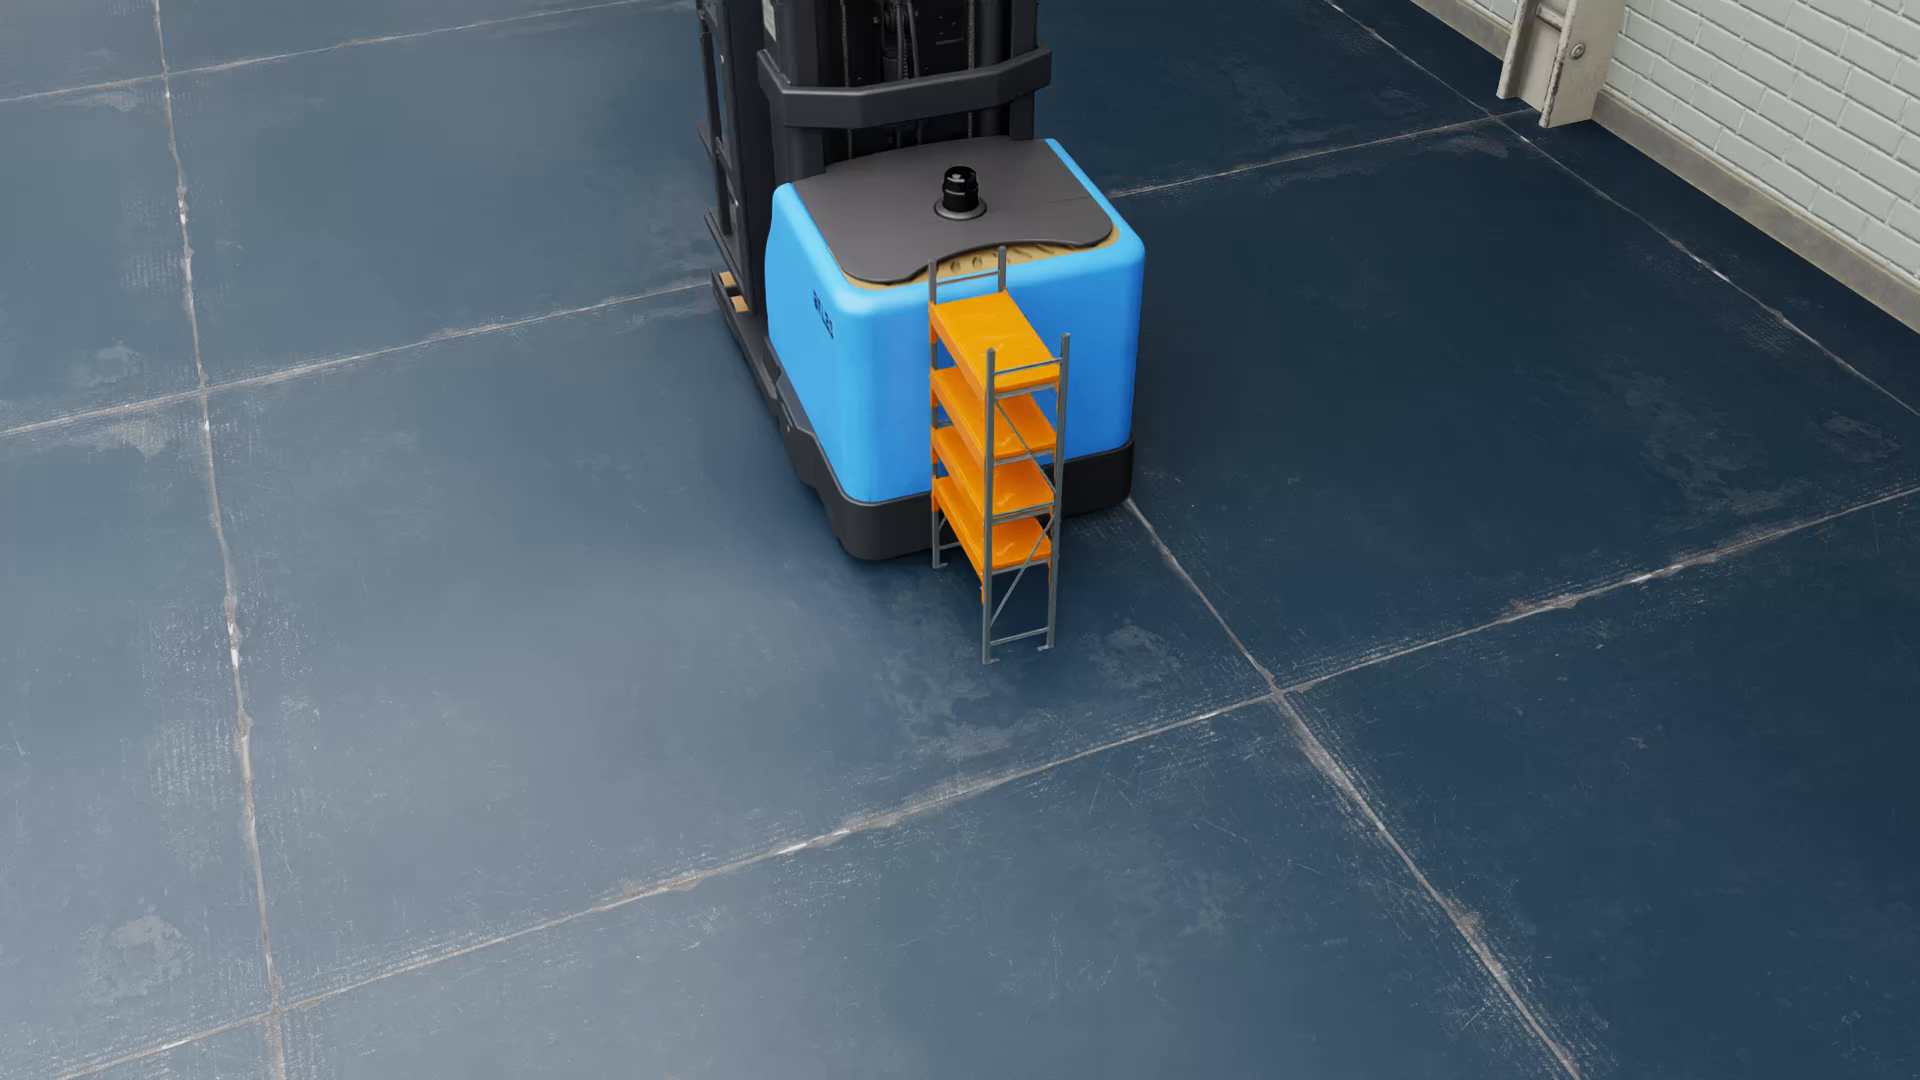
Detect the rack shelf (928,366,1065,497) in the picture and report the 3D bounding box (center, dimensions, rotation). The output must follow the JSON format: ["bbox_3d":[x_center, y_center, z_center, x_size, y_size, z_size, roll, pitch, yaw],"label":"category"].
[{"bbox_3d":[0.104,-0.354,5.002,0.258,0.148,0.480,-13,42,-15],"label":"rack shelf"}]

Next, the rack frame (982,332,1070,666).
[{"bbox_3d":[0.187,-0.086,4.930,0.240,1.200,0.015,-13,42,-15],"label":"rack frame"}]

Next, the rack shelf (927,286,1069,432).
[{"bbox_3d":[0.104,-0.534,4.848,0.258,0.148,0.480,-13,42,-15],"label":"rack shelf"}]

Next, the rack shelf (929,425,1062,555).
[{"bbox_3d":[0.104,-0.185,5.148,0.258,0.148,0.480,-13,42,-15],"label":"rack shelf"}]

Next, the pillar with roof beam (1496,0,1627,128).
[{"bbox_3d":[-1.070,-4.494,4.075,9.100,9.000,0.400,-15,43,-17],"label":"pillar with roof beam"}]

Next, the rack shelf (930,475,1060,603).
[{"bbox_3d":[0.104,-0.034,5.277,0.258,0.148,0.480,-13,42,-15],"label":"rack shelf"}]

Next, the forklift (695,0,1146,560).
[{"bbox_3d":[-0.376,-2.013,5.843,1.130,2.935,3.031,-13,42,-15],"label":"forklift"}]

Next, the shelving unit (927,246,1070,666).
[{"bbox_3d":[0.104,-0.236,5.104,0.258,1.200,0.503,-13,42,-15],"label":"shelving unit"}]

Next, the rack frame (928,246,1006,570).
[{"bbox_3d":[0.022,-0.386,5.278,0.240,1.200,0.015,-13,42,-15],"label":"rack frame"}]
